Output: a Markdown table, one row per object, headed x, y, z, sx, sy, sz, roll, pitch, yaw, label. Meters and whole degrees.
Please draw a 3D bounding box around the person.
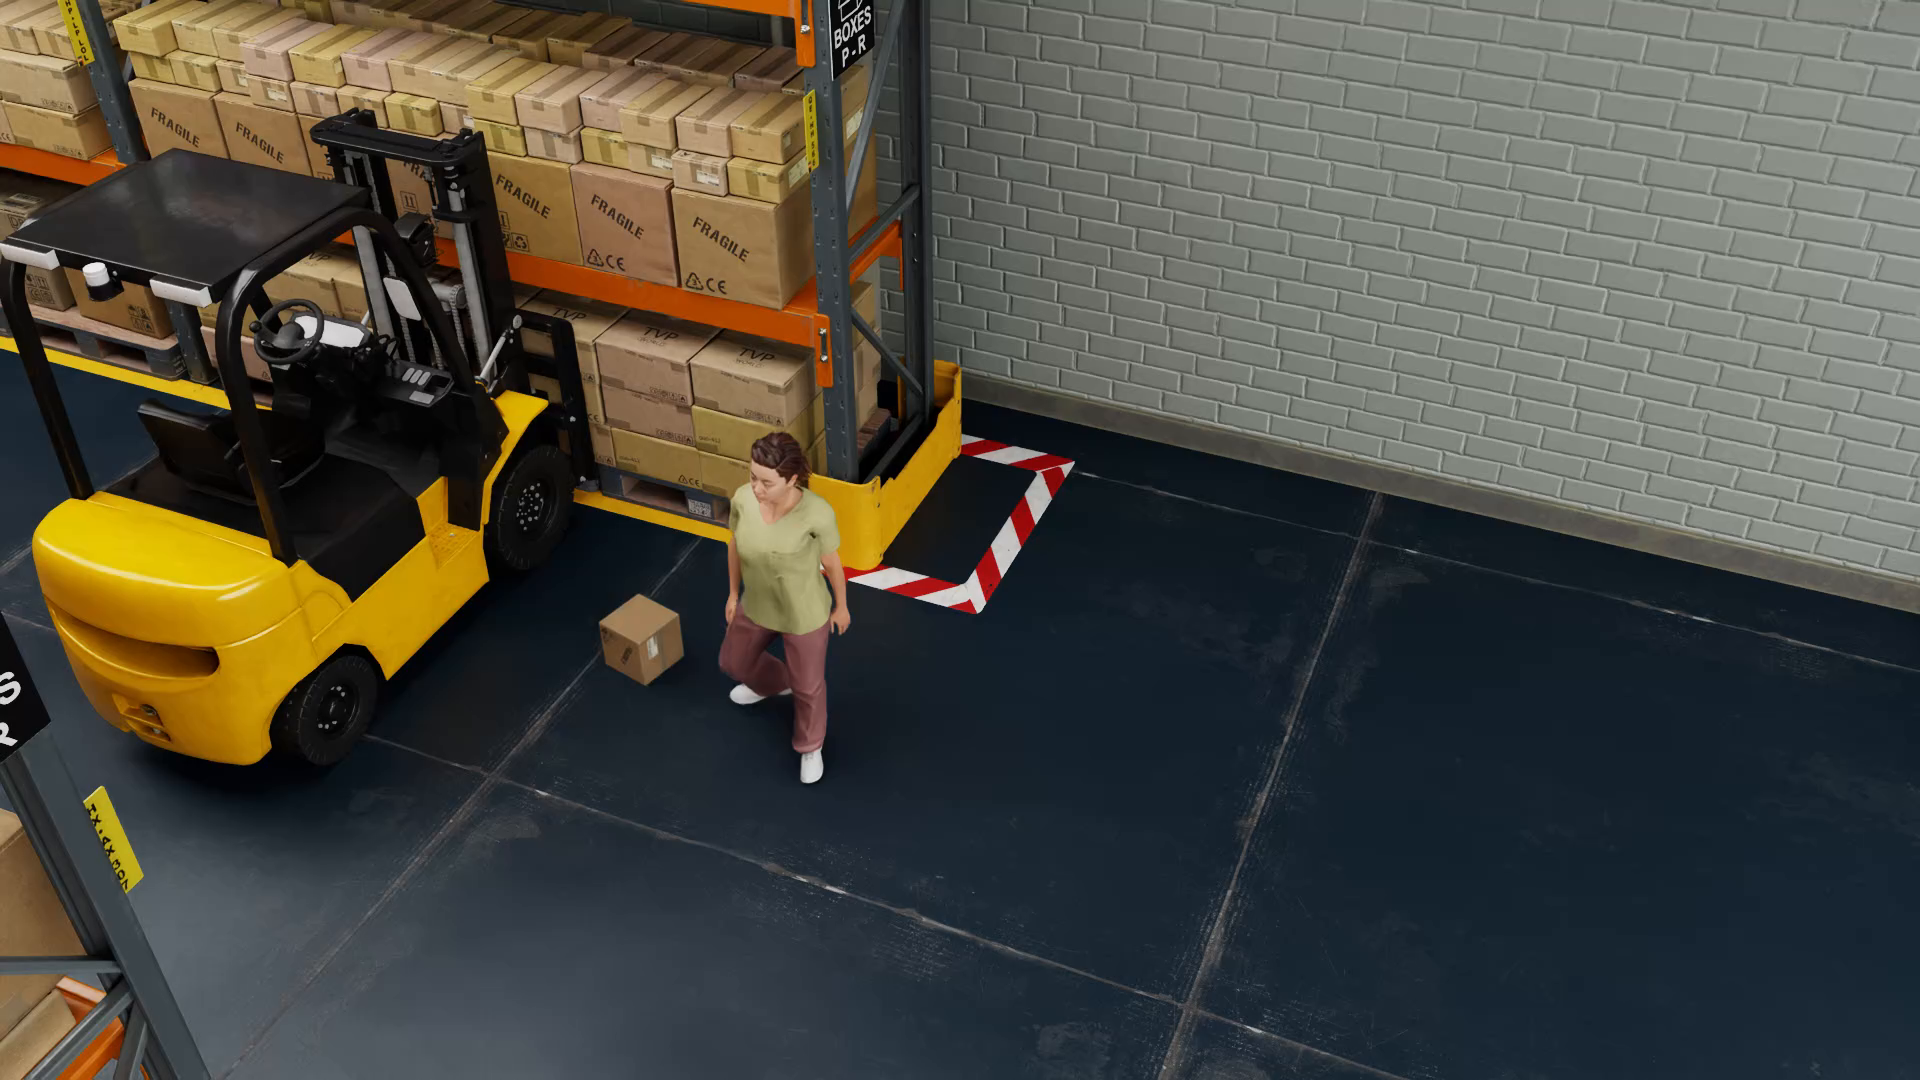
| x | y | z | sx | sy | sz | roll | pitch | yaw | label |
| --- | --- | --- | --- | --- | --- | --- | --- | --- | --- |
| -0.736 | 0.204 | 6.544 | 0.640 | 1.665 | 0.485 | 15 | 40 | 18 | person |
